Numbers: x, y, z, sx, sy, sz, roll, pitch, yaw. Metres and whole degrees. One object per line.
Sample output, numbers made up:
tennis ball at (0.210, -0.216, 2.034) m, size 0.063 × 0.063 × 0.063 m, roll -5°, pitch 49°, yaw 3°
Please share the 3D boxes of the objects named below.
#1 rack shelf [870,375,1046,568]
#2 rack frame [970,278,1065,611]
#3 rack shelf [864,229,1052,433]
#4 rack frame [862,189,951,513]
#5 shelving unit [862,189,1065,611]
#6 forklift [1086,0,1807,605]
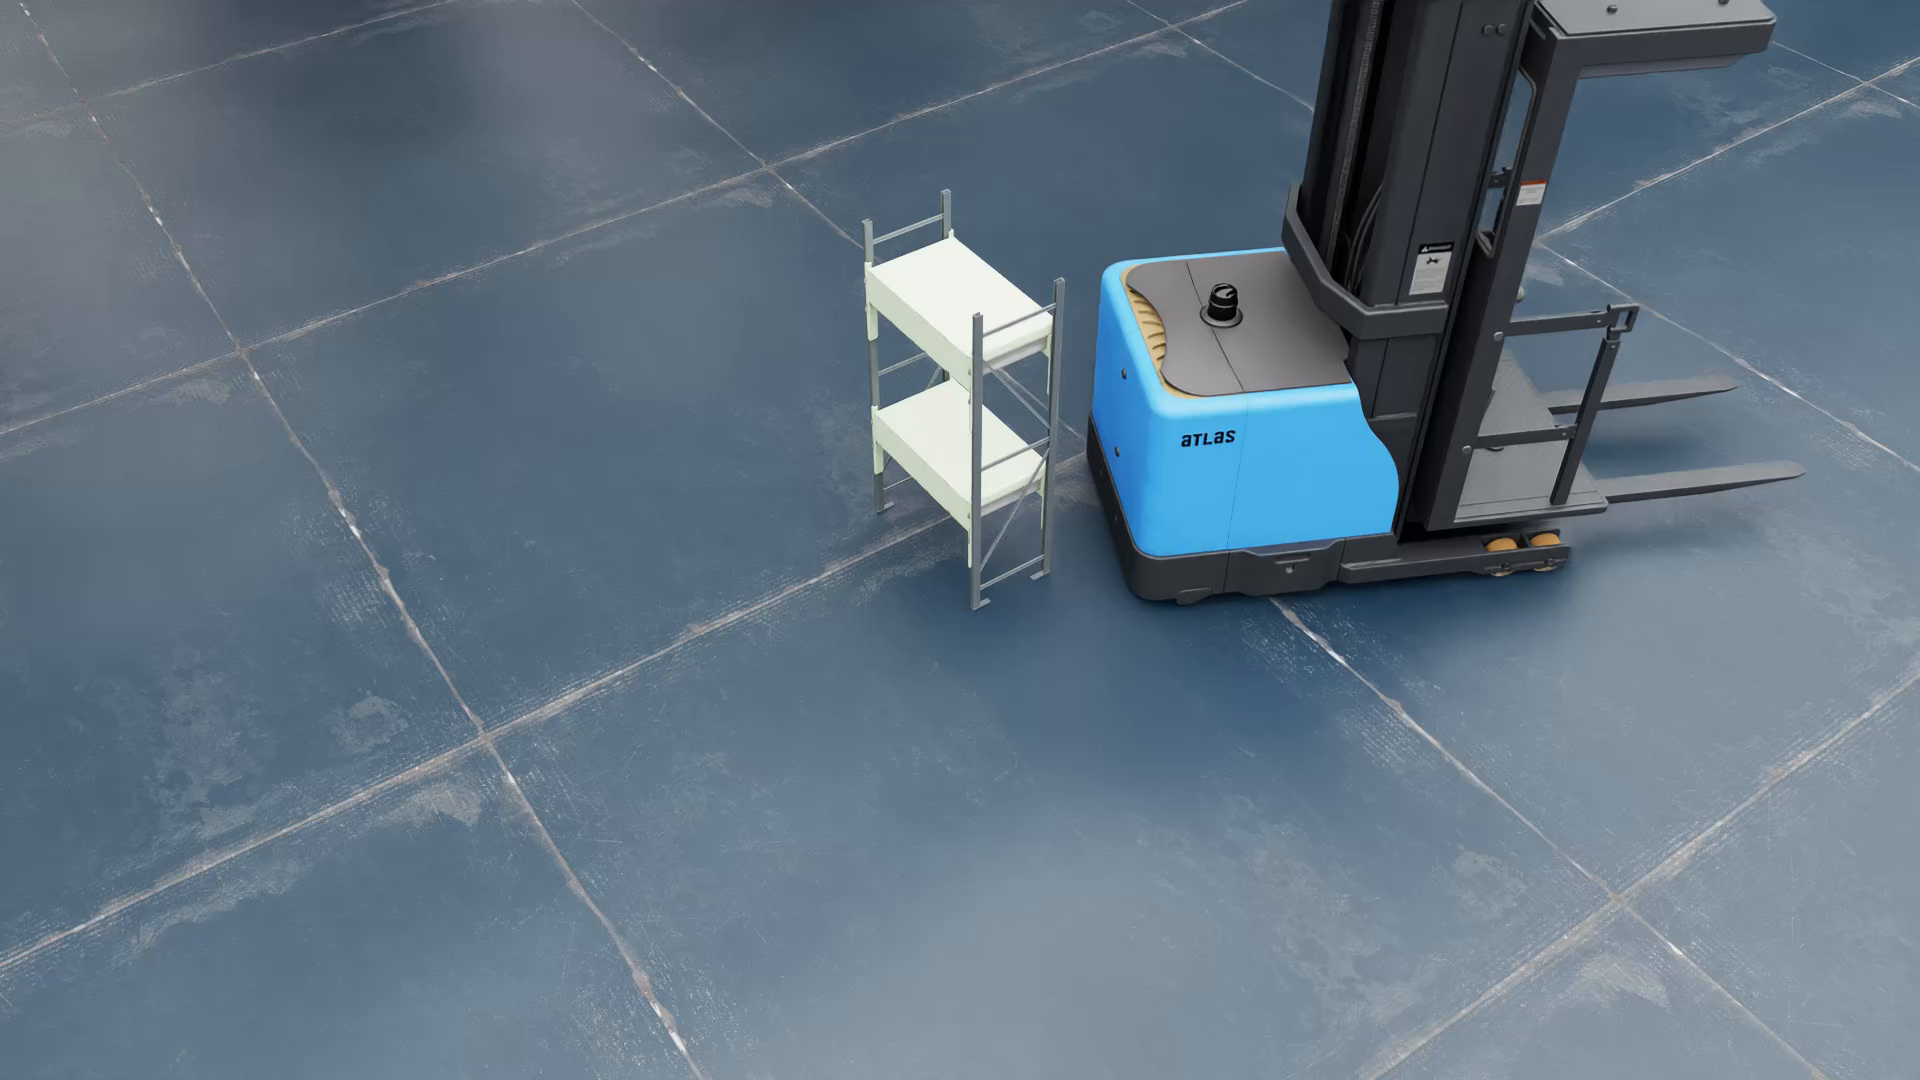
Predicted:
rack shelf at (0.004, -0.303, 6.944) m, size 0.431 × 0.370 × 0.720 m, roll -26°, pitch 49°, yaw -24°
rack frame at (0.213, -0.331, 6.502) m, size 0.400 × 1.500 × 0.023 m, roll -26°, pitch 49°, yaw -24°
rack shelf at (0.004, -0.821, 6.450) m, size 0.431 × 0.370 × 0.720 m, roll -26°, pitch 49°, yaw -24°
rack frame at (-0.206, -0.746, 6.936) m, size 0.400 × 1.500 × 0.023 m, roll -26°, pitch 49°, yaw -24°
shelving unit at (0.004, -0.539, 6.719) m, size 0.431 × 1.500 × 0.755 m, roll -26°, pitch 49°, yaw -24°
forklift at (2.135, -1.263, 6.441) m, size 3.031 × 2.935 × 1.130 m, roll -6°, pitch 44°, yaw -6°
